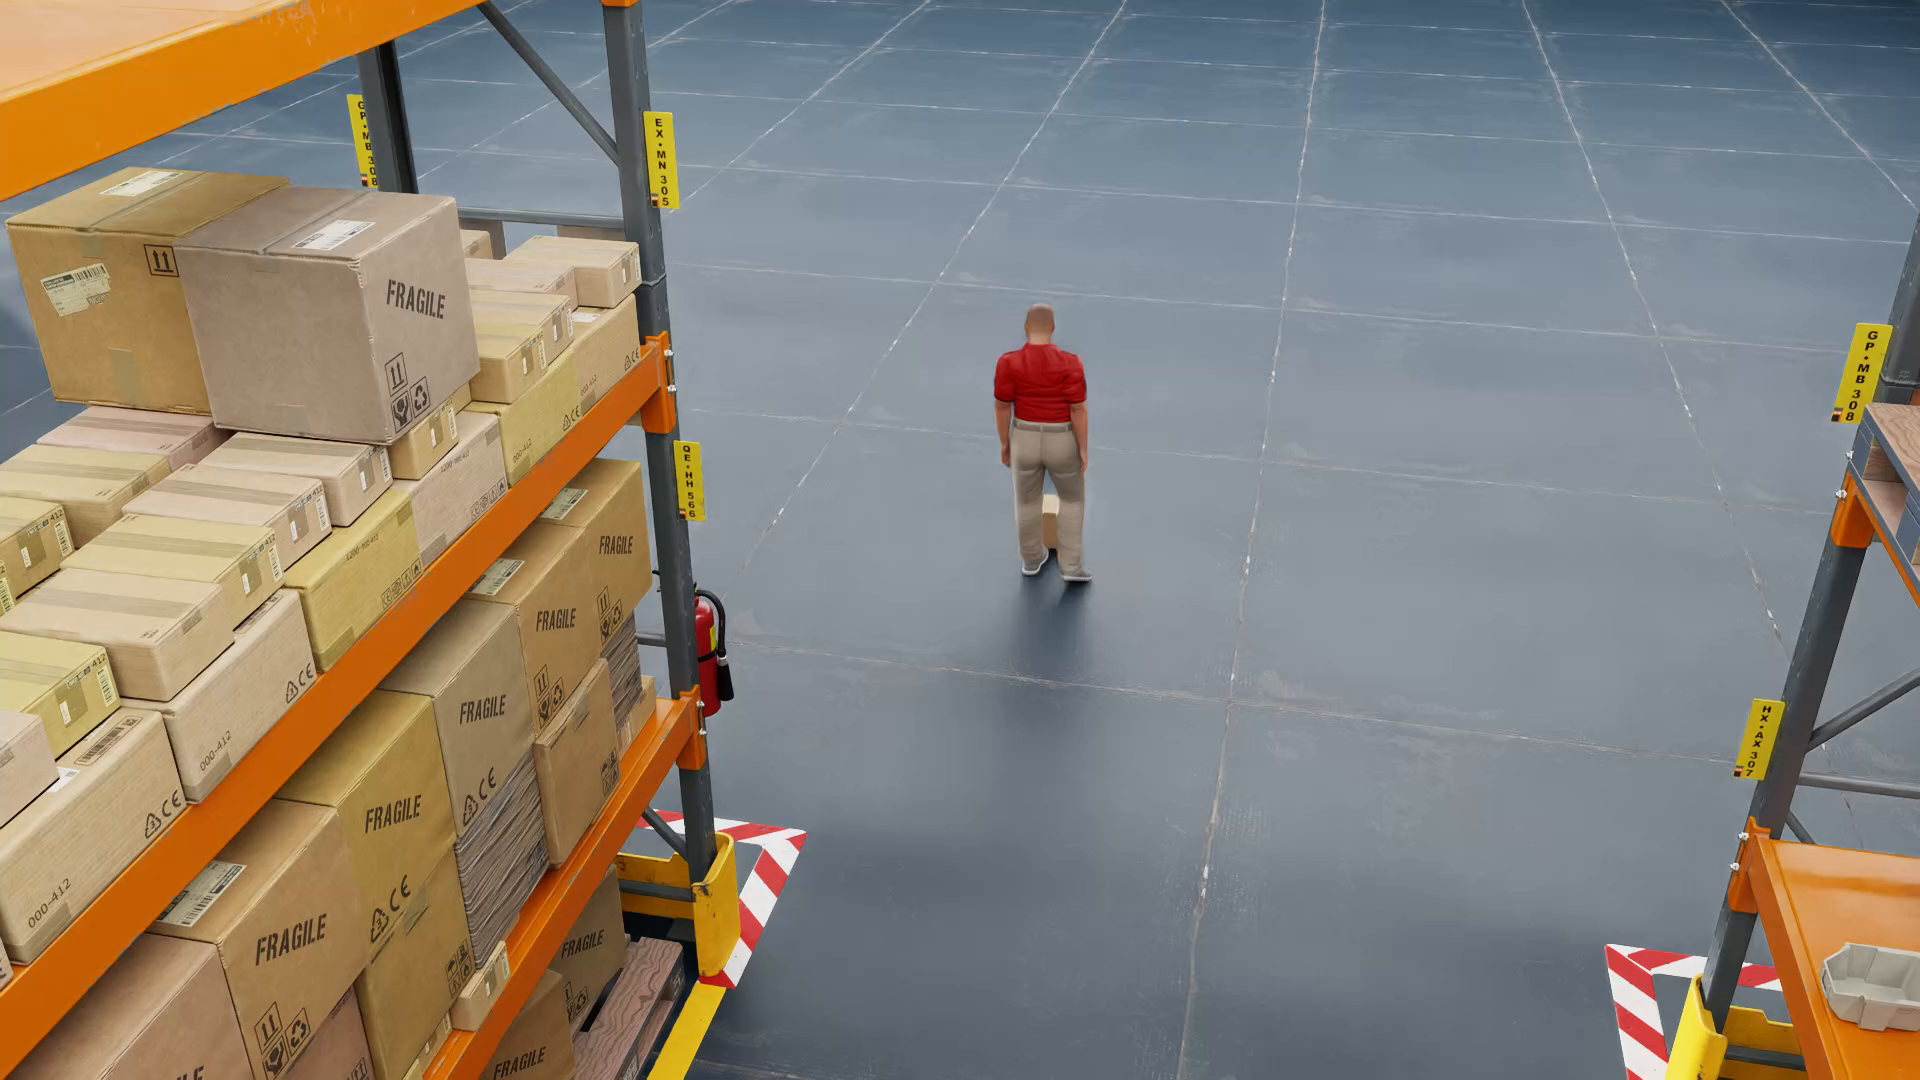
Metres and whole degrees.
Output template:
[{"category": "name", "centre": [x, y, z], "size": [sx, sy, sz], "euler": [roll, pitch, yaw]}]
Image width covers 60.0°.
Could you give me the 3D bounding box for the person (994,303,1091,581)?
[{"category": "person", "centre": [0.505, -0.545, 9.667], "size": [0.589, 1.786, 0.463], "euler": [6, 29, 10]}]
